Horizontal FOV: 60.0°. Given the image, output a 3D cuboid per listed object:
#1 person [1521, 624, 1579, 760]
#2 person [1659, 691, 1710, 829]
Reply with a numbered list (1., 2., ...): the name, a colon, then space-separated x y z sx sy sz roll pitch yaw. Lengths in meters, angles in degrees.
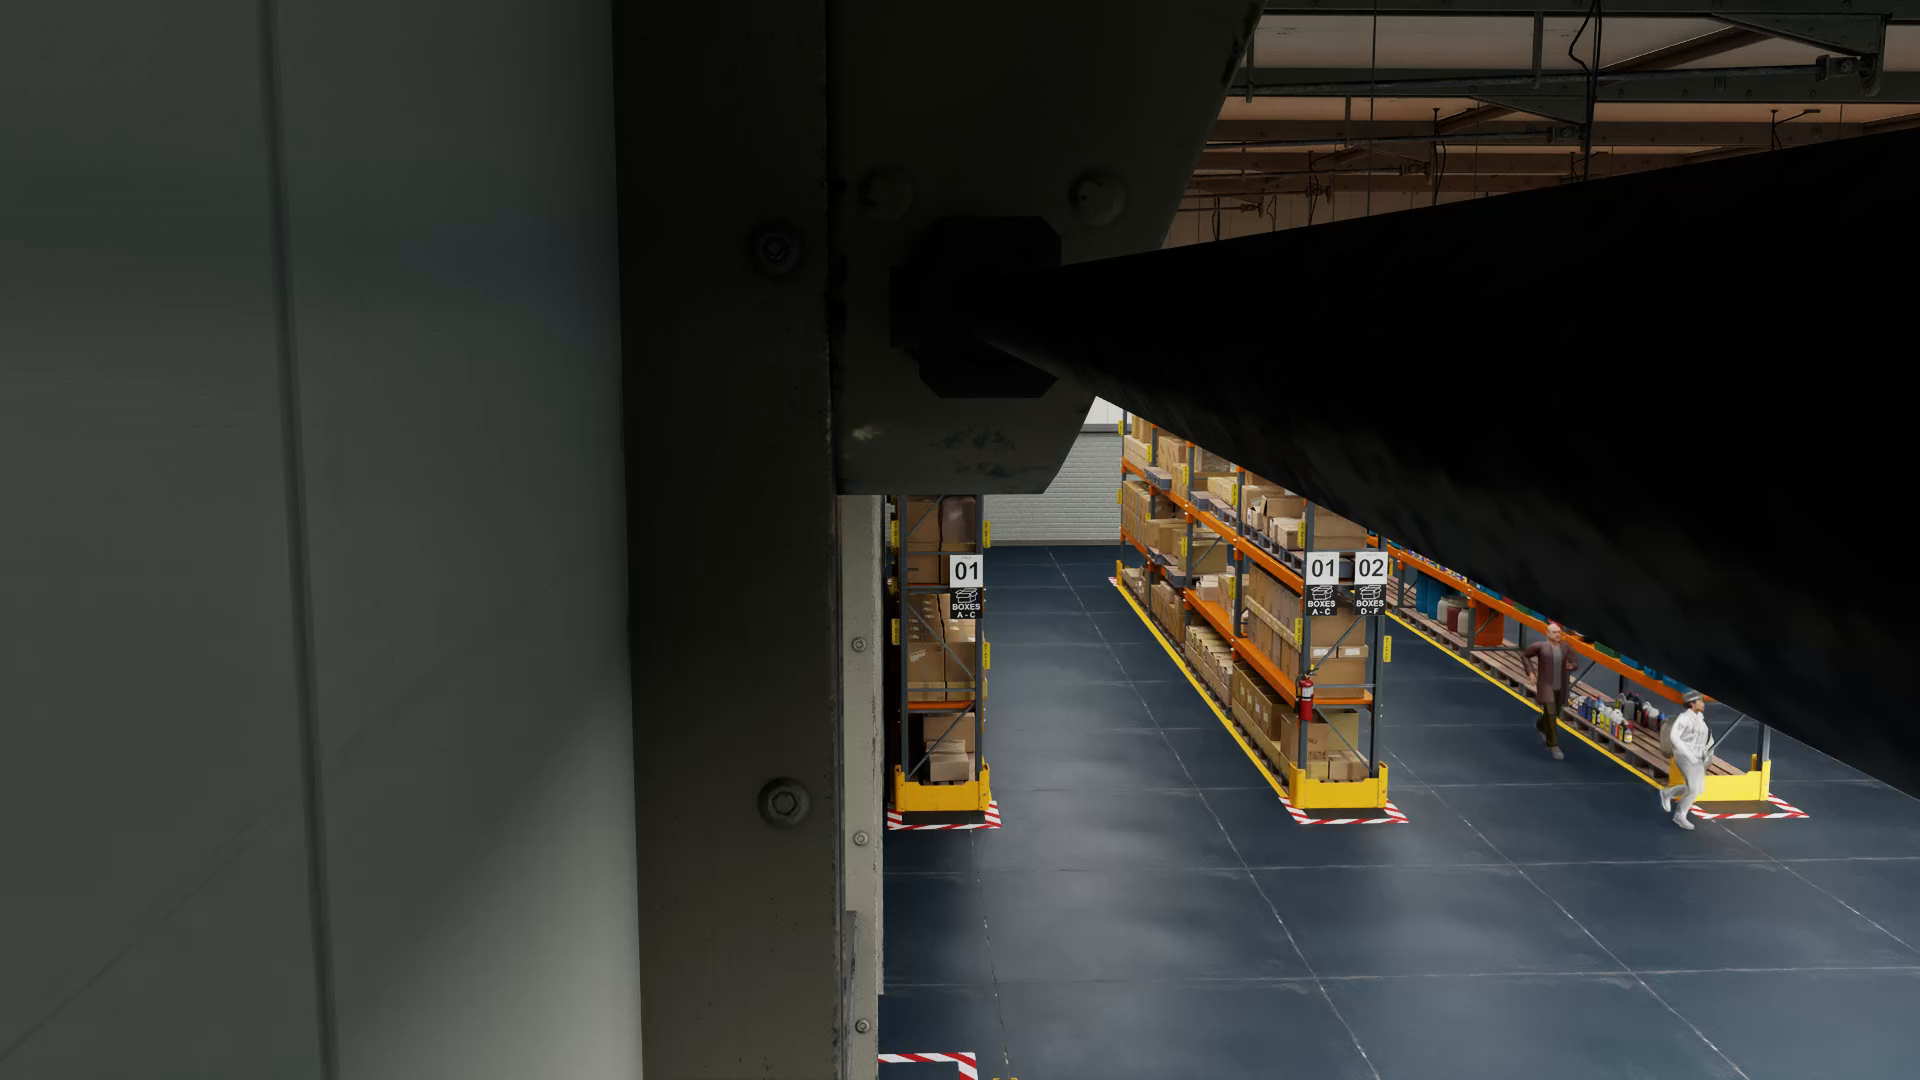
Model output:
1. person: 8.190 2.040 23.019 0.695 1.780 1.046 -1 9 -8
2. person: 8.736 2.600 20.025 0.634 1.653 0.541 -6 11 -37
